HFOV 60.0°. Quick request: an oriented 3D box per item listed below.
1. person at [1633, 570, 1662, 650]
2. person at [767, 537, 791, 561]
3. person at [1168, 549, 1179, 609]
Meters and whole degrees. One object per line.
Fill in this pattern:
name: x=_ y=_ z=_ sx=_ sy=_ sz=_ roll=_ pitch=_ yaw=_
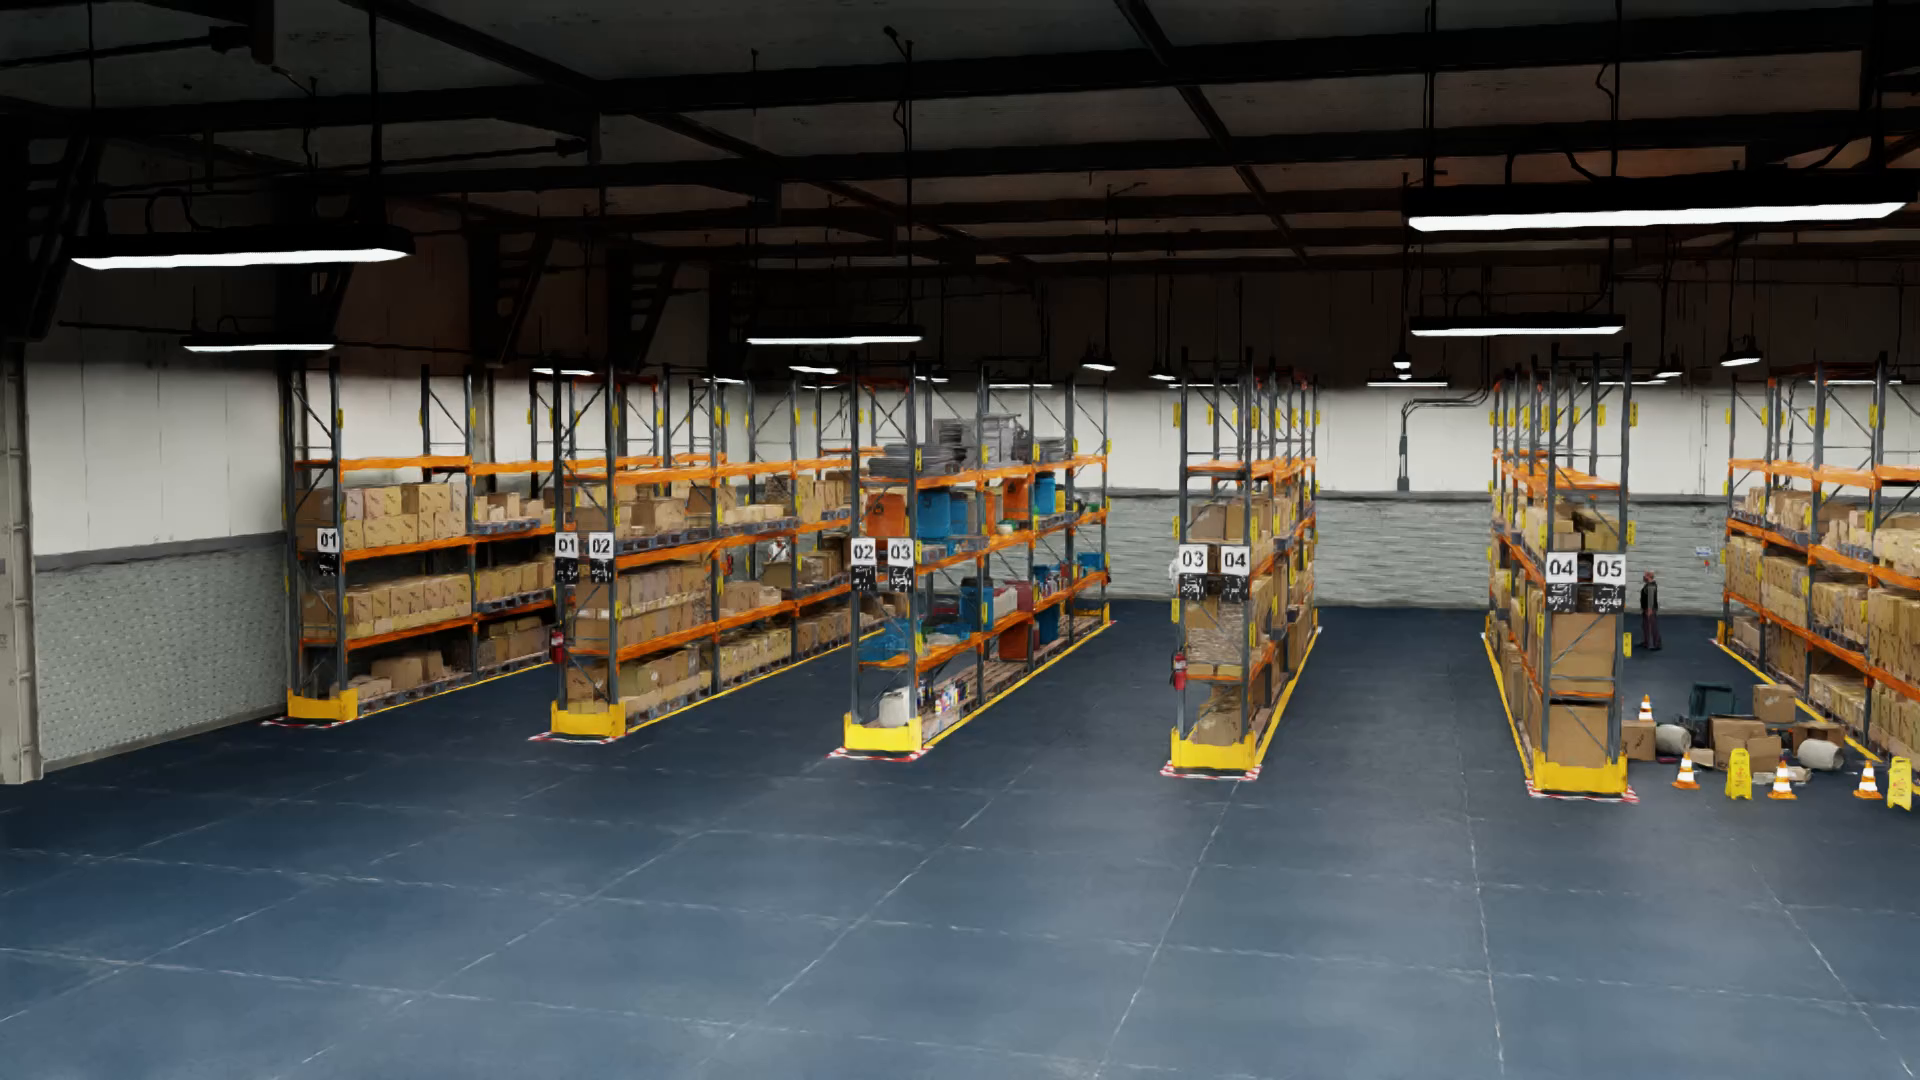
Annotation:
person: x=14.899 y=1.505 z=35.989 sx=0.573 sy=1.714 sz=0.707 roll=2 pitch=4 yaw=20
person: x=-5.101 y=0.683 z=47.075 sx=0.692 sy=1.722 sz=0.846 roll=0 pitch=4 yaw=-1
person: x=5.745 y=1.016 z=43.314 sx=0.639 sy=1.632 sz=0.512 roll=1 pitch=4 yaw=13
